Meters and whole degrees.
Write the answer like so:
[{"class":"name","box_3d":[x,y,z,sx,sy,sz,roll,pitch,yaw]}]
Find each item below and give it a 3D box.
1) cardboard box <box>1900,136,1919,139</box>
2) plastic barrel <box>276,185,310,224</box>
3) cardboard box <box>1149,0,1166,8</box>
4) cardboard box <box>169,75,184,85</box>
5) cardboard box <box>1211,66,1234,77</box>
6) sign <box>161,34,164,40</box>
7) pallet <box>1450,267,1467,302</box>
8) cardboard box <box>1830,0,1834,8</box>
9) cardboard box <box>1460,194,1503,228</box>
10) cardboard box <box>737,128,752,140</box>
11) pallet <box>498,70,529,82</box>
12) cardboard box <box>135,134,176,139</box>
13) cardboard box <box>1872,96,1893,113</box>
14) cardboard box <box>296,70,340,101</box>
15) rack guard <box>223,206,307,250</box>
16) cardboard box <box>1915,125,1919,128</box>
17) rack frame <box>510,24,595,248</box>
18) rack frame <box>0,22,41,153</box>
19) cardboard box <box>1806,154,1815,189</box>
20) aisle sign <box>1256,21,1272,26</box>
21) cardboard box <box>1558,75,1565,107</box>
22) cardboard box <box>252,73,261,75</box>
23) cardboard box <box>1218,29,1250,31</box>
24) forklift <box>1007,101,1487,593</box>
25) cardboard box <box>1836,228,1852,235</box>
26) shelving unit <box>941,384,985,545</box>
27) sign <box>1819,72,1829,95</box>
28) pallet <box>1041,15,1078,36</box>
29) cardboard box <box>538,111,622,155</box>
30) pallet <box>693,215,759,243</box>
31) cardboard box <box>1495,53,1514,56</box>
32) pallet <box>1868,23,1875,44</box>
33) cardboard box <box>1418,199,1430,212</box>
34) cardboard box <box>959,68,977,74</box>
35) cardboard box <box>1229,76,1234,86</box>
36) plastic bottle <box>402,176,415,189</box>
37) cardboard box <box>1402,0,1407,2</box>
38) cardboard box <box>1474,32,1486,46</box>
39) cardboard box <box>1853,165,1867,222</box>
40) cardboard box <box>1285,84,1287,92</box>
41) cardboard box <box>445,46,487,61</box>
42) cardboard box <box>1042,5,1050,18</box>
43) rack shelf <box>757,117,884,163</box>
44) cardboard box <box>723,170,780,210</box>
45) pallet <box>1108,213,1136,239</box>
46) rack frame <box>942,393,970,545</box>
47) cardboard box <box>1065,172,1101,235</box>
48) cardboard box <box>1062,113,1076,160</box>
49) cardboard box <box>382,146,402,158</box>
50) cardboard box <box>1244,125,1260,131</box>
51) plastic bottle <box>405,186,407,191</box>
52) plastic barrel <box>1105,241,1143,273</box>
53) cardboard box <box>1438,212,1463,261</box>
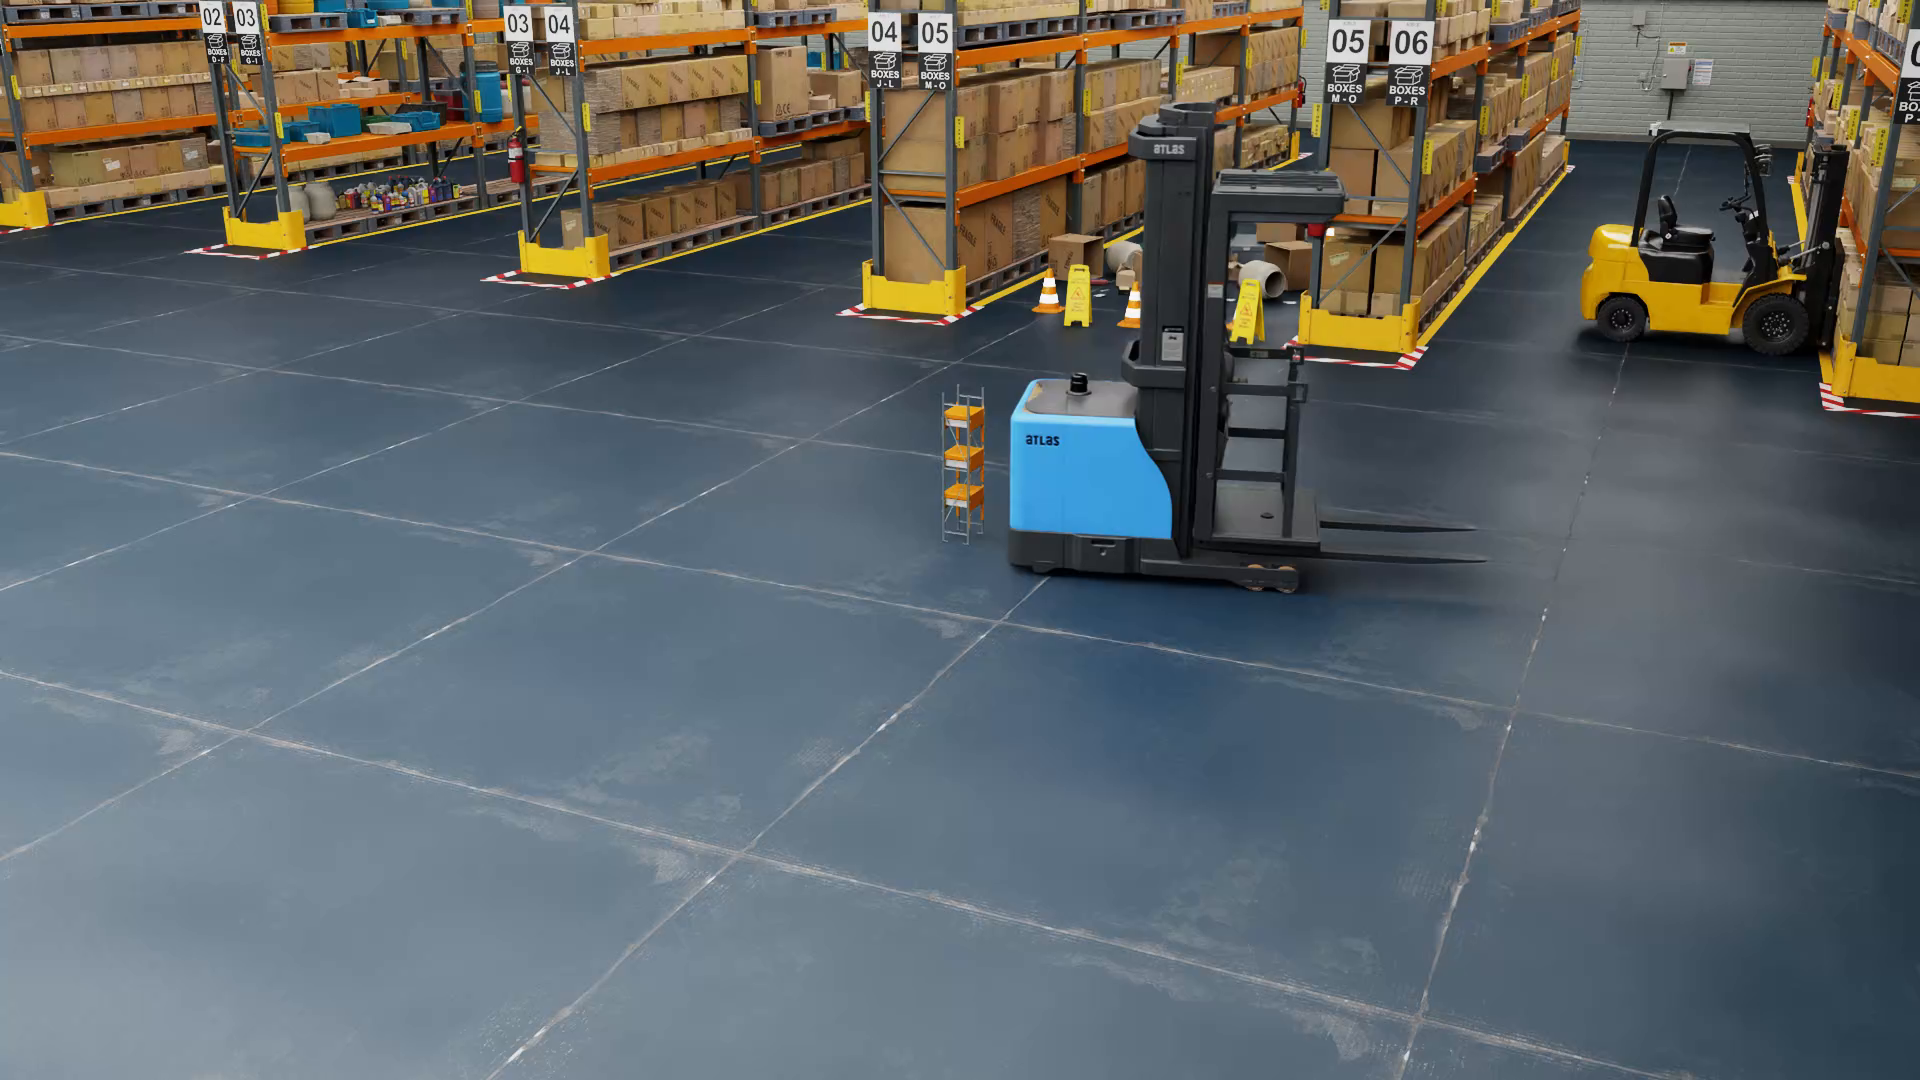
[{"class":"cardboard box","box_3d":[9.274,-3.890,16.368,0.380,0.149,0.250,9,21,23]},{"class":"plastic barrel","box_3d":[-9.312,-4.671,23.212,0.421,0.512,0.421,0,20,0]},{"class":"cardboard box","box_3d":[2.613,-7.743,23.646,0.500,0.311,0.500,9,21,23]},{"class":"cardboard box","box_3d":[-12.621,-7.341,26.517,0.380,0.149,0.250,9,21,23]},{"class":"cardboard box","box_3d":[4.419,-7.921,28.125,0.380,0.149,0.250,10,22,25]},{"class":"sign","box_3d":[-15.781,-9.859,32.986,0.100,0.325,0.005,9,21,23]},{"class":"pallet","box_3d":[5.444,-3.093,19.850,1.003,0.211,1.213,9,21,23]},{"class":"cardboard box","box_3d":[14.289,-8.677,26.693,0.500,0.250,0.500,8,21,21]},{"class":"cardboard box","box_3d":[7.084,-4.628,23.300,0.950,0.372,0.625,7,21,19]},{"class":"cardboard box","box_3d":[-3.175,-5.752,23.541,0.380,0.149,0.250,9,21,23]},{"class":"pallet","box_3d":[-9.542,-9.463,33.886,1.003,0.211,1.213,9,21,23]},{"class":"cardboard box","box_3d":[-13.064,-6.340,27.177,0.500,0.500,0.500,9,21,23]},{"class":"cardboard box","box_3d":[12.208,-5.540,21.795,0.500,0.500,0.500,10,22,25]},{"class":"cardboard box","box_3d":[-11.425,-8.092,29.595,0.500,0.500,0.500,7,21,20]},{"class":"rack guard","box_3d":[-9.523,-4.285,22.772,1.175,0.500,0.348,9,21,23]},{"class":"cardboard box","box_3d":[10.902,-4.599,18.808,0.380,0.149,0.250,8,21,22]},{"class":"rack frame","box_3d":[-4.993,-4.754,20.359,1.000,3.000,0.127,9,21,23]},{"class":"rack frame","box_3d":[-16.912,-8.015,29.531,1.000,3.000,0.127,9,21,23]},{"class":"cardboard box","box_3d":[13.983,-5.878,26.624,0.700,0.500,0.500,8,21,21]},{"class":"aisle sign","box_3d":[5.799,-10.222,31.854,0.394,0.787,0.004,9,21,23]},{"class":"cardboard box","box_3d":[10.024,-7.679,28.435,0.500,0.500,0.500,9,22,24]},{"class":"cardboard box","box_3d":[-14.542,-9.518,34.100,0.380,0.149,0.250,9,21,24]},{"class":"cardboard box","box_3d":[4.977,-9.024,30.280,0.500,0.500,0.500,8,21,21]},{"class":"forklift","box_3d":[1.876,-1.239,10.578,3.031,2.935,1.130,3,20,9]},{"class":"cardboard box","box_3d":[9.732,-3.205,17.990,0.500,0.250,0.500,8,21,22]},{"class":"shelving unit","box_3d":[0.022,-0.511,11.339,0.215,1.050,0.252,9,21,23]},{"class":"sign","box_3d":[12.994,-6.862,24.996,0.100,0.325,0.005,9,21,23]},{"class":"pallet","box_3d":[0.784,-6.388,20.610,1.003,0.211,1.213,9,21,23]},{"class":"cardboard box","box_3d":[-4.742,-5.105,20.754,0.875,0.500,0.500,9,21,23]},{"class":"pallet","box_3d":[-3.597,-4.452,23.674,1.003,0.211,1.213,9,21,23]},{"class":"cardboard box","box_3d":[8.337,-7.326,25.951,0.500,0.500,0.500,8,21,22]},{"class":"pallet","box_3d":[11.203,-5.922,19.449,1.003,0.211,1.213,10,22,25]},{"class":"cardboard box","box_3d":[4.649,-3.500,17.209,0.380,0.149,0.250,8,21,21]},{"class":"cardboard box","box_3d":[-0.021,-8.289,30.150,0.500,0.500,0.500,9,21,23]},{"class":"cardboard box","box_3d":[4.422,-7.781,28.177,0.380,0.149,0.250,9,22,24]},{"class":"plastic bottle","box_3d":[-8.451,-5.406,25.489,0.144,0.351,0.185,9,21,23]},{"class":"cardboard box","box_3d":[4.403,-5.507,17.185,0.380,0.149,0.250,9,21,23]},{"class":"cardboard box","box_3d":[5.836,-5.773,19.124,0.380,0.149,0.250,9,21,23]},{"class":"cardboard box","box_3d":[9.167,-3.417,16.450,0.500,0.500,0.500,9,21,23]},{"class":"cardboard box","box_3d":[5.942,-8.527,31.344,0.380,0.149,0.250,8,21,22]},{"class":"cardboard box","box_3d":[-9.782,-9.479,32.870,0.700,0.500,0.500,3,20,9]},{"class":"cardboard box","box_3d":[0.856,-6.339,19.940,0.380,0.149,0.250,9,21,24]},{"class":"rack shelf","box_3d":[-2.536,-6.249,25.637,1.077,0.370,4.000,9,21,23]},{"class":"cardboard box","box_3d":[-3.084,-5.191,24.662,0.700,0.500,0.500,7,21,19]},{"class":"pallet","box_3d":[1.874,-4.572,24.009,1.003,0.211,1.213,9,21,23]},{"class":"rack frame","box_3d":[-0.028,-0.474,11.234,0.200,1.050,0.008,9,21,23]},{"class":"cardboard box","box_3d":[1.301,-4.605,22.672,1.050,0.750,0.750,8,21,22]},{"class":"cardboard box","box_3d":[0.989,-5.221,21.450,0.875,0.550,0.550,9,21,23]},{"class":"cardboard box","box_3d":[-10.746,-7.268,30.905,0.500,0.250,0.500,9,22,24]},{"class":"cardboard box","box_3d":[5.515,-7.854,31.817,0.380,0.149,0.250,9,21,24]},{"class":"plastic bottle","box_3d":[-8.253,-5.155,24.885,0.061,0.283,0.133,9,21,23]},{"class":"plastic barrel","box_3d":[2.064,-3.494,20.661,0.421,0.421,0.512,-9,22,-24]},{"class":"cardboard box","box_3d":[5.482,-3.499,19.188,0.500,0.500,0.500,9,21,24]}]
